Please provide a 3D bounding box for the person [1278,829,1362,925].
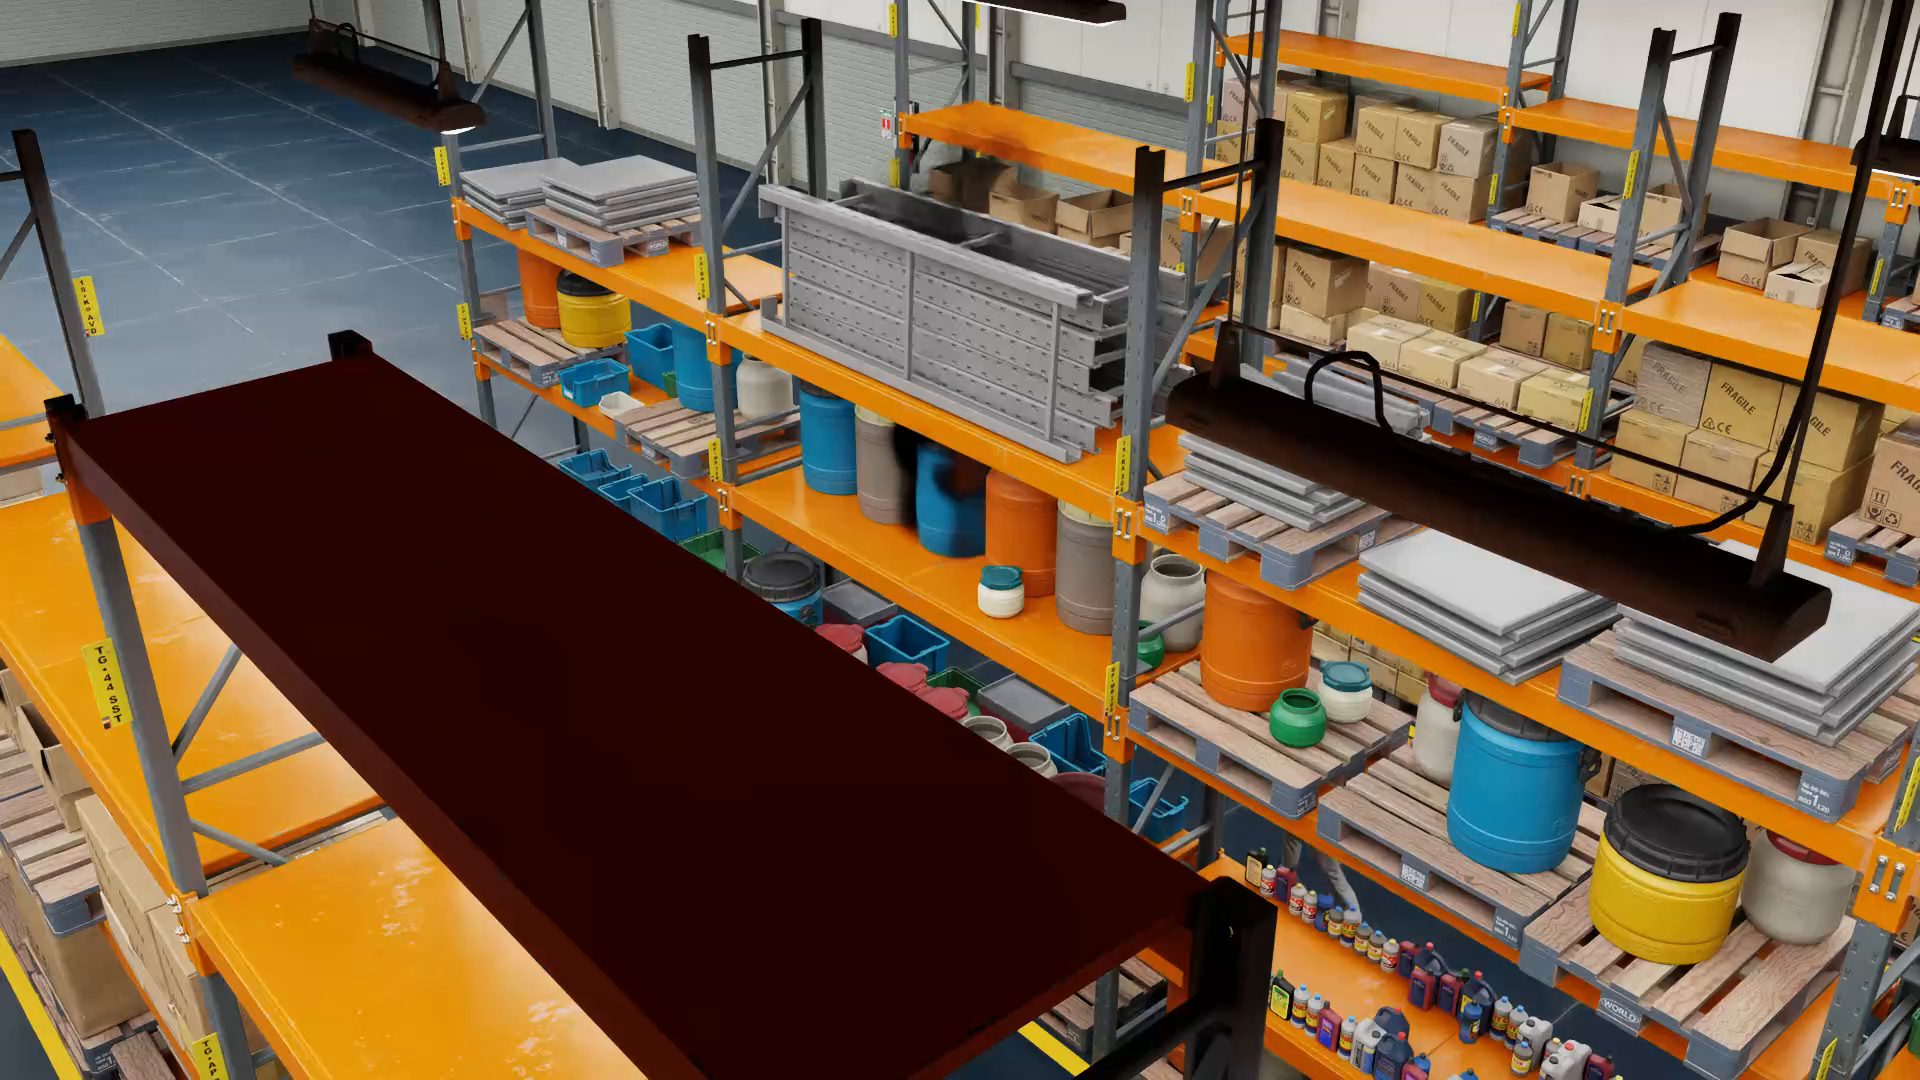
[{"bbox_3d":[2.506,1.994,11.435,0.611,1.690,0.920,-23,35,-38],"label":"person"}]
